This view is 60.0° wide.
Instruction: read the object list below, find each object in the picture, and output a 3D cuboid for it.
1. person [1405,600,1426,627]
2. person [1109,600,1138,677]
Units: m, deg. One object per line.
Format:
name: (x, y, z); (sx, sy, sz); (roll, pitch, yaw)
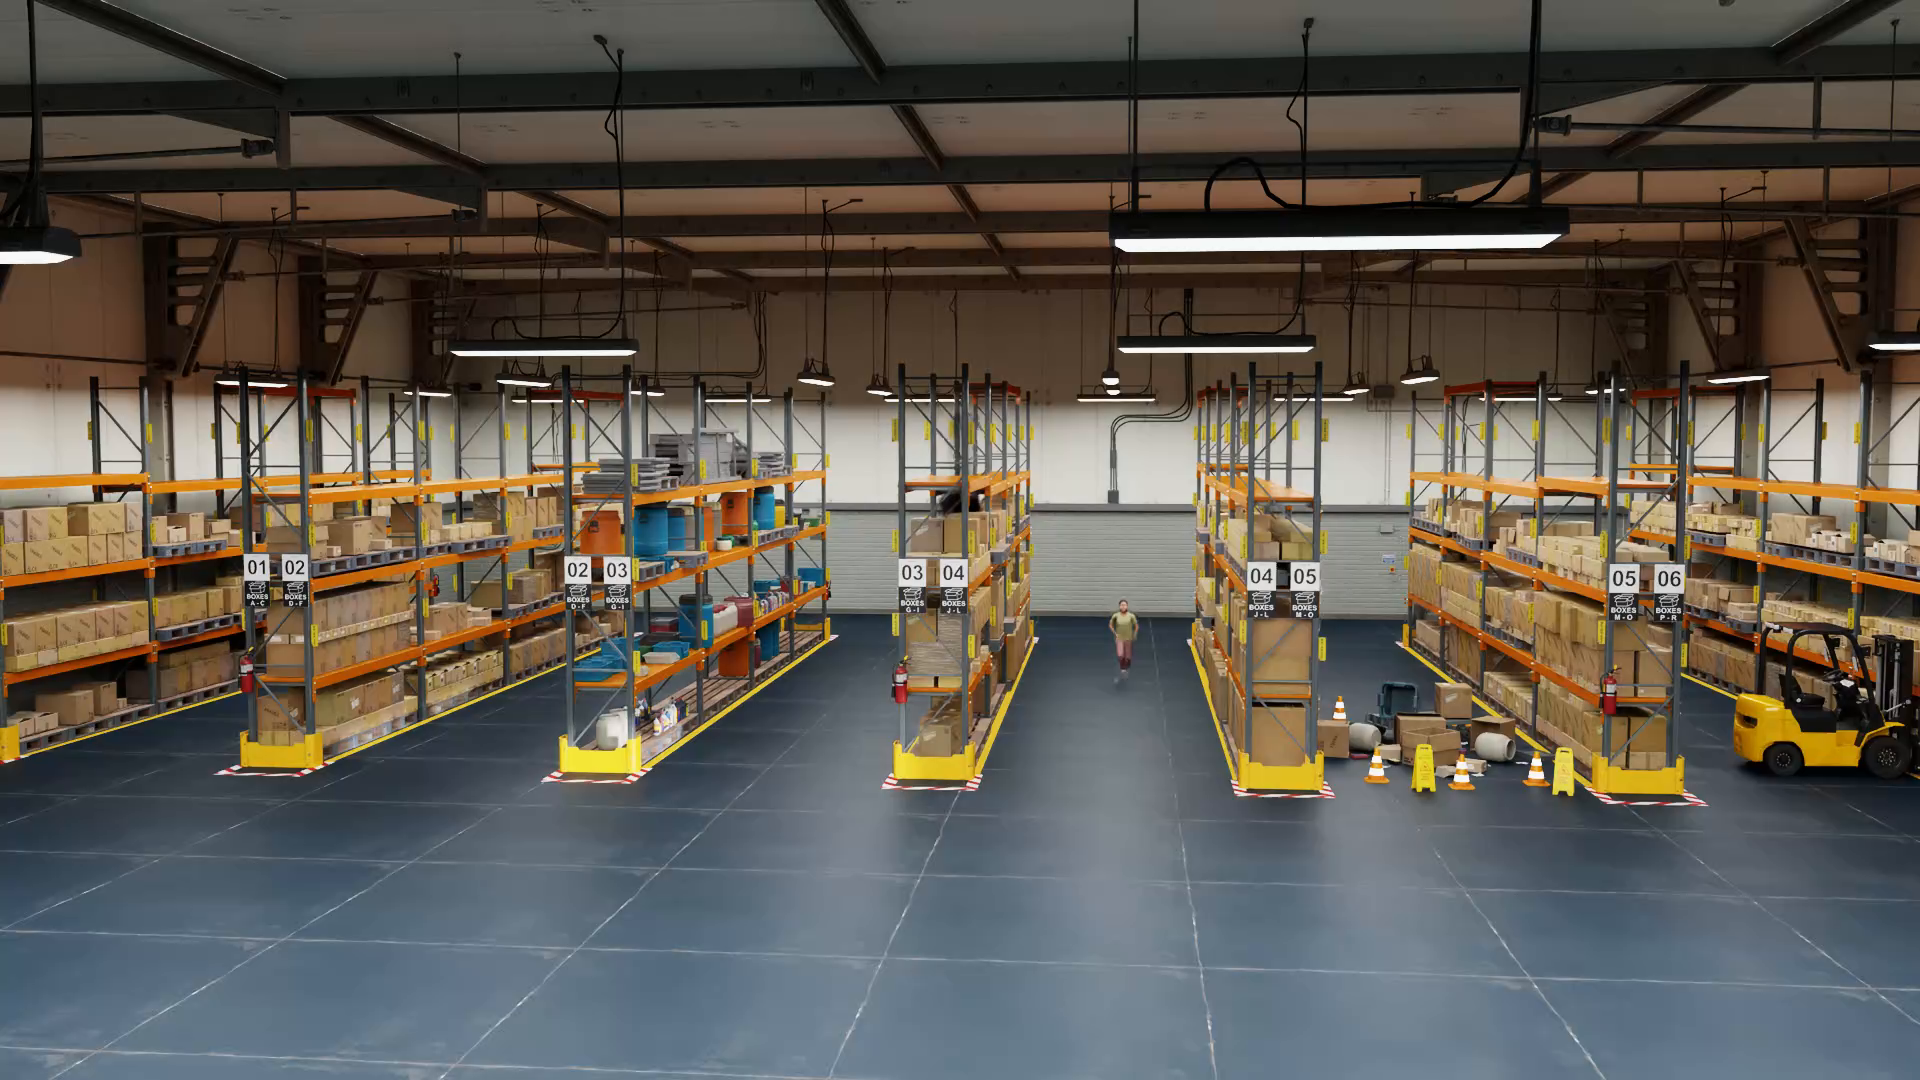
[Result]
person: (11.071, 1.604, 40.310); (0.653, 1.609, 0.553); (0, 4, -7)
person: (3.228, 1.949, 32.797); (0.582, 1.554, 0.636); (0, 4, 5)
